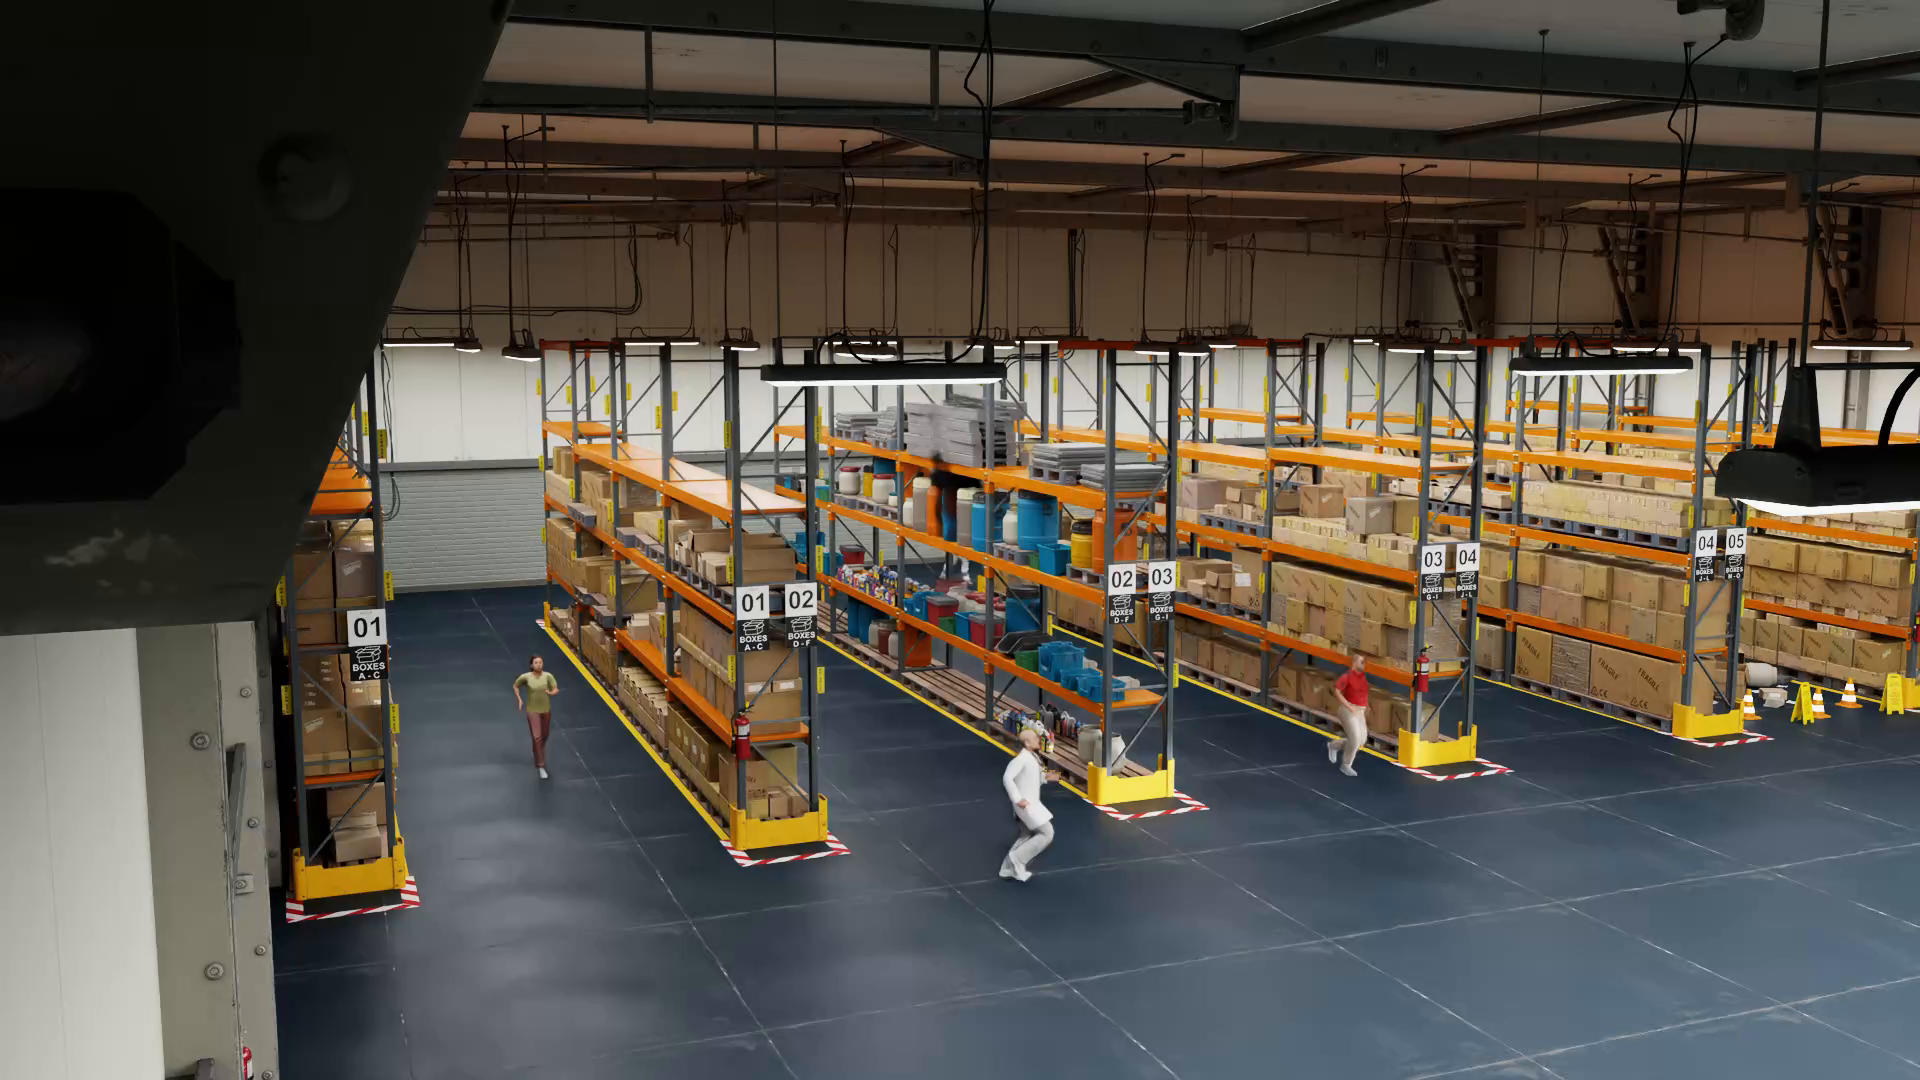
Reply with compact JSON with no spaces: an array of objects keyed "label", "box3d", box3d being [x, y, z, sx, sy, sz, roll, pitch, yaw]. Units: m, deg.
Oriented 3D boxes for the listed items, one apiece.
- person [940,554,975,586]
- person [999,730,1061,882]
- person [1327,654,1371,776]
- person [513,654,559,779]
[{"label":"person","box3d":[-0.069,0.190,40.312,0.843,1.838,0.656,0,7,-1]},{"label":"person","box3d":[0.792,3.016,18.913,0.694,1.741,0.706,1,7,6]},{"label":"person","box3d":[5.550,2.453,23.644,0.740,1.678,0.581,-7,10,-44]},{"label":"person","box3d":[-5.945,2.436,23.455,0.568,1.678,0.940,-4,9,-31]}]
